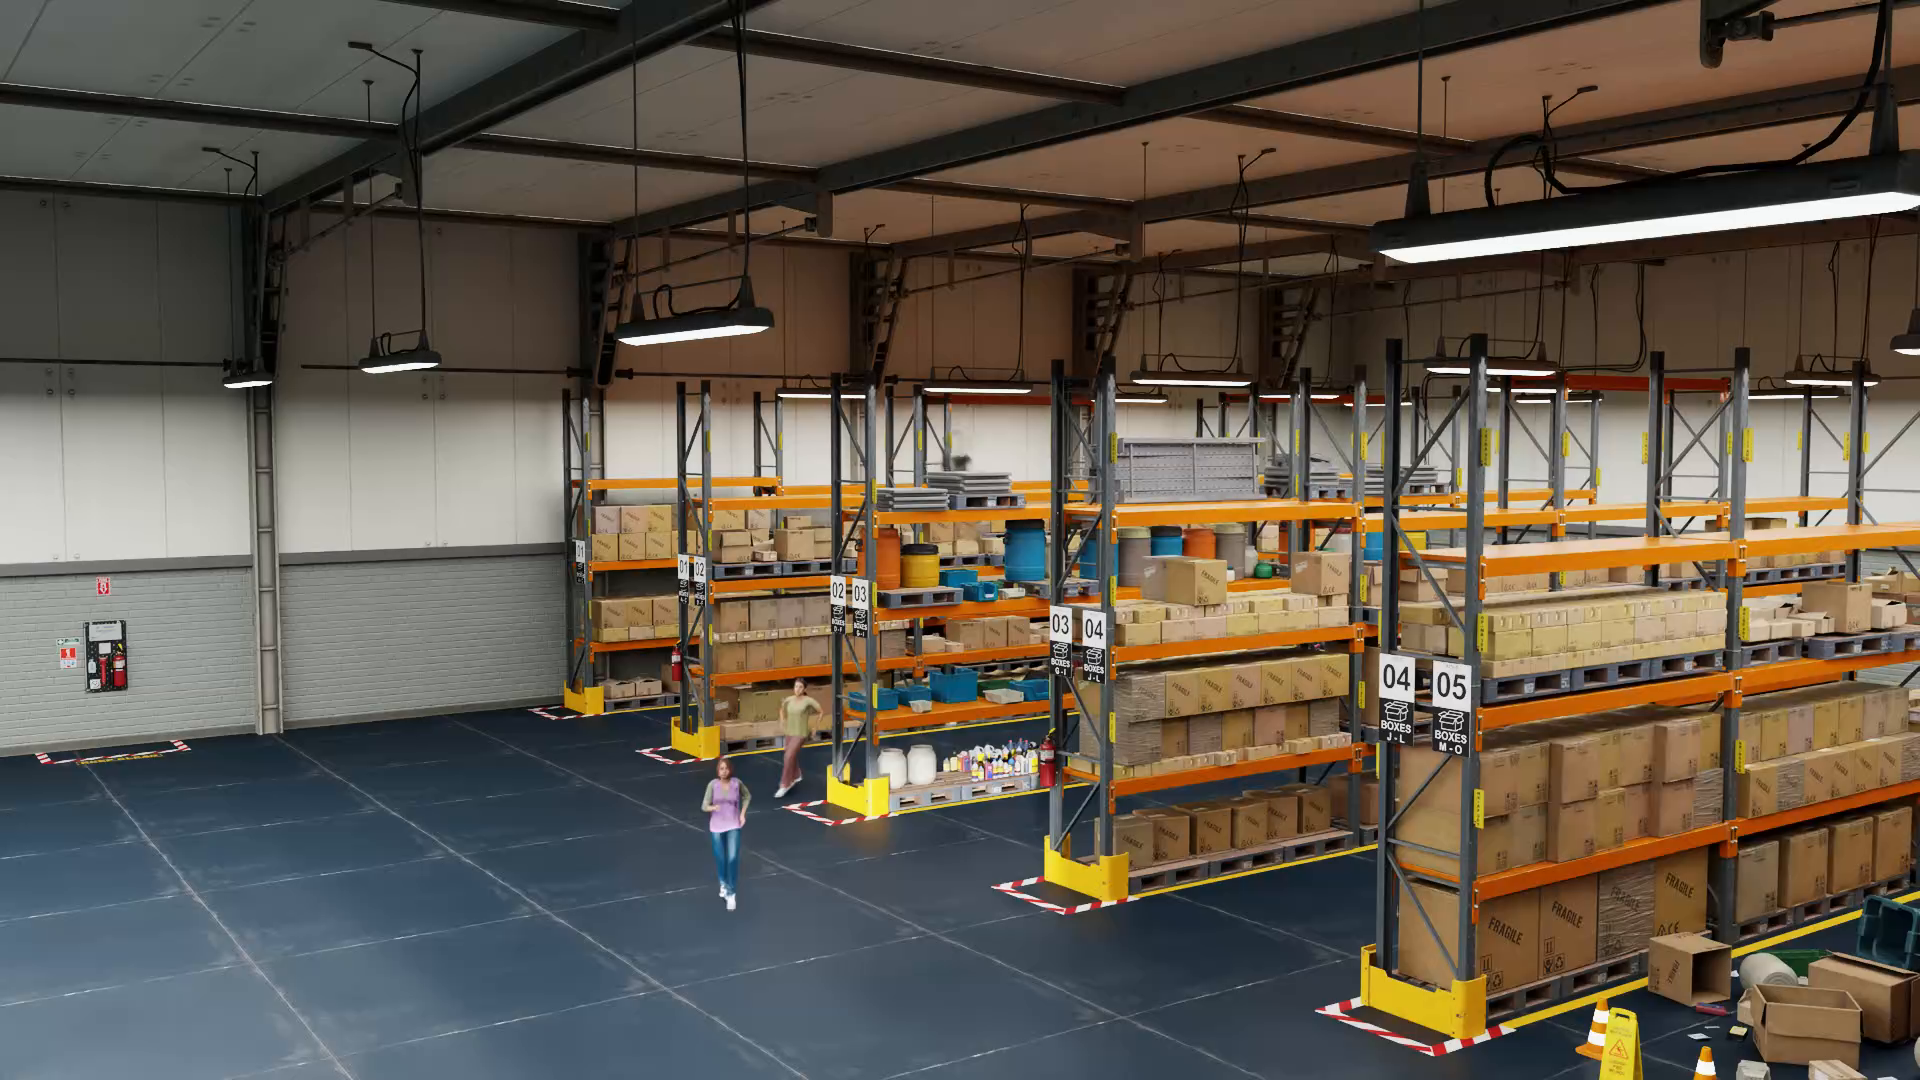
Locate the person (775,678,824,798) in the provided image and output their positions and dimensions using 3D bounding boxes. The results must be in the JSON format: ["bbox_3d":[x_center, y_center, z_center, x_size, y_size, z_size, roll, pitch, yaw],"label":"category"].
[{"bbox_3d":[-2.328,2.814,23.826,0.643,1.688,0.760,2,4,29],"label":"person"}]

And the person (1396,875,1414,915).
[{"bbox_3d":[5.040,3.161,17.959,0.605,1.653,0.943,3,5,43],"label":"person"}]

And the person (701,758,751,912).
[{"bbox_3d":[-2.557,3.192,18.159,0.516,1.635,0.677,0,4,-3],"label":"person"}]
